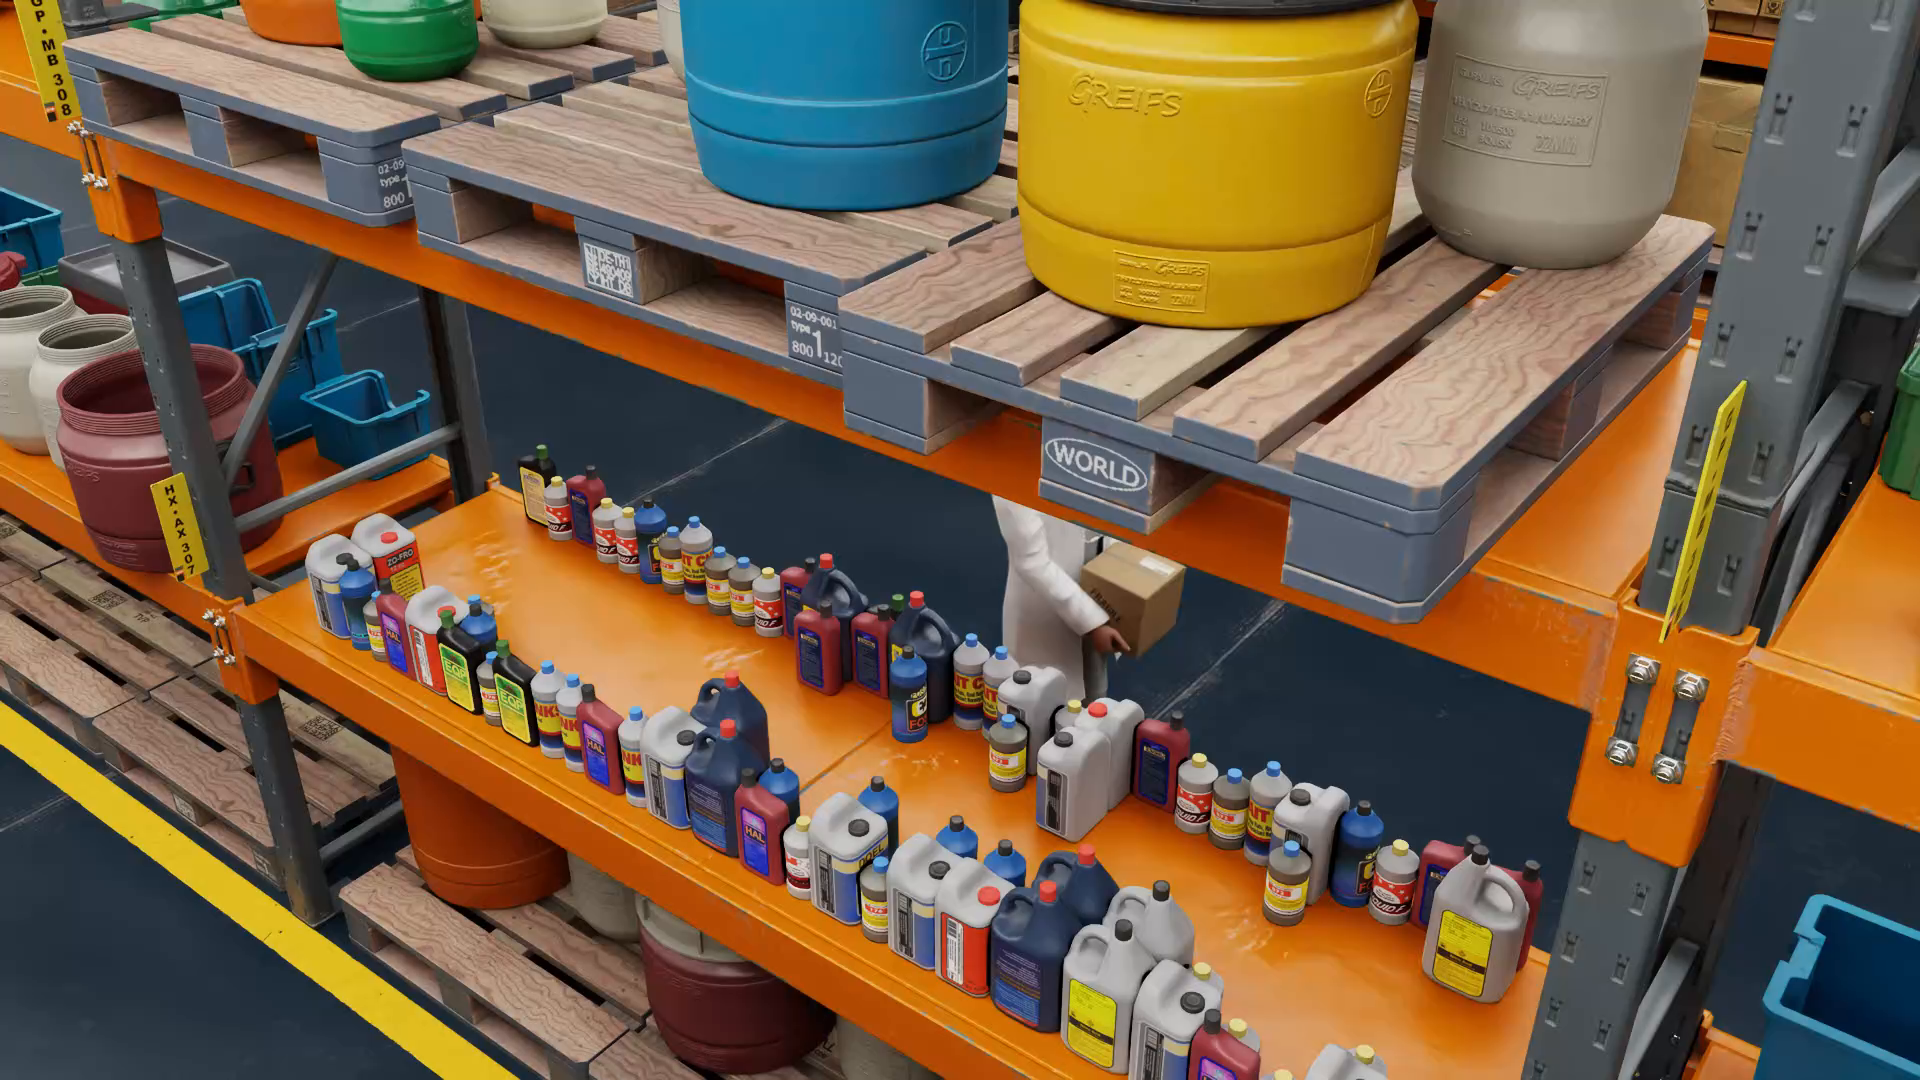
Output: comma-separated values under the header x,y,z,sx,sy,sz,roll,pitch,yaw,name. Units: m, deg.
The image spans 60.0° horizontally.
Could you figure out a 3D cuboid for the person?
x,y,z,sx,sy,sz,roll,pitch,yaw,name
0.416,0.288,5.663,0.554,1.769,0.531,21,37,31,person
